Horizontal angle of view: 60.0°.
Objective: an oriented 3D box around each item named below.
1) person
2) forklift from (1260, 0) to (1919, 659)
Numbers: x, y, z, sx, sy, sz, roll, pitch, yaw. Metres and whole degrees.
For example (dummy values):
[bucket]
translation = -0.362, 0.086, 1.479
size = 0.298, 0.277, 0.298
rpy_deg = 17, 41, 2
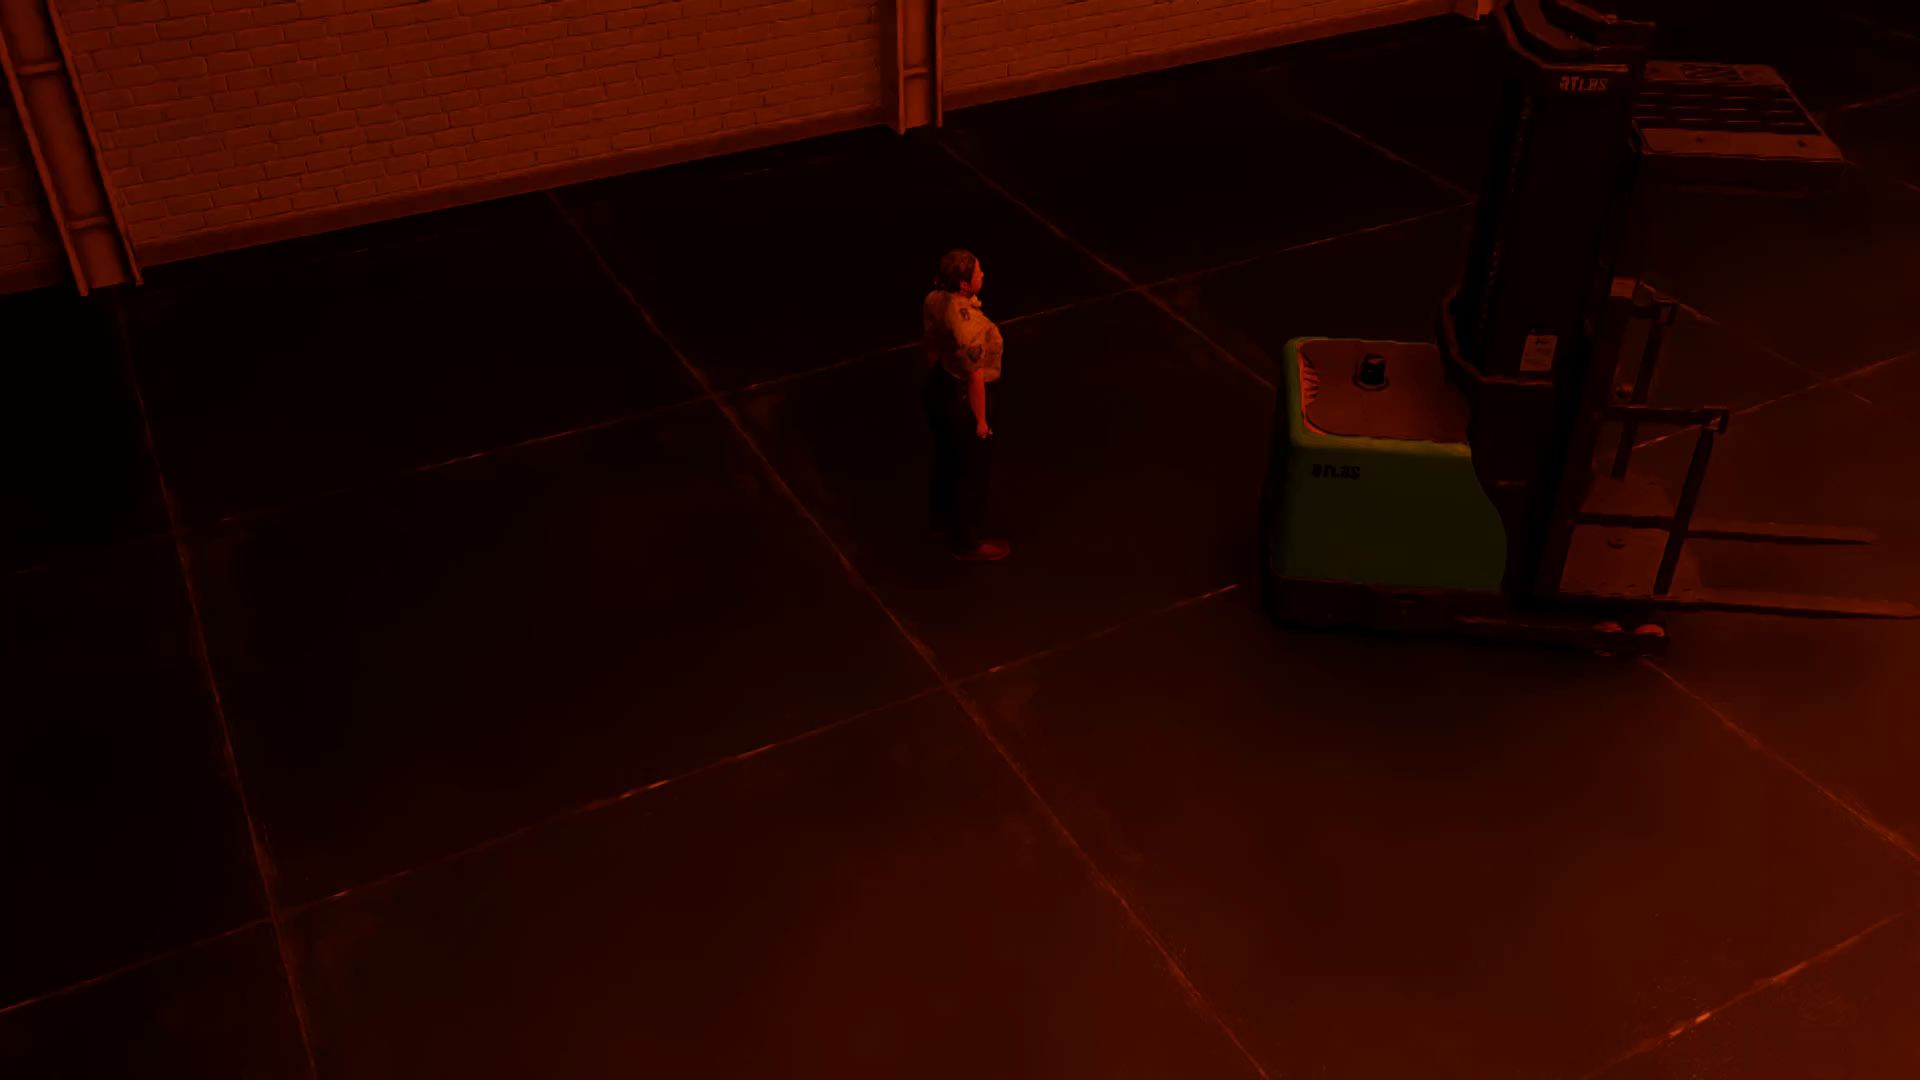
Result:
[person]
translation = 0.017, -0.671, 8.188
size = 0.349, 1.653, 0.480
rpy_deg = -17, 39, -23
[forklift]
translation = 3.035, -0.960, 7.482
size = 3.031, 2.935, 1.130
rpy_deg = 4, 35, 6
